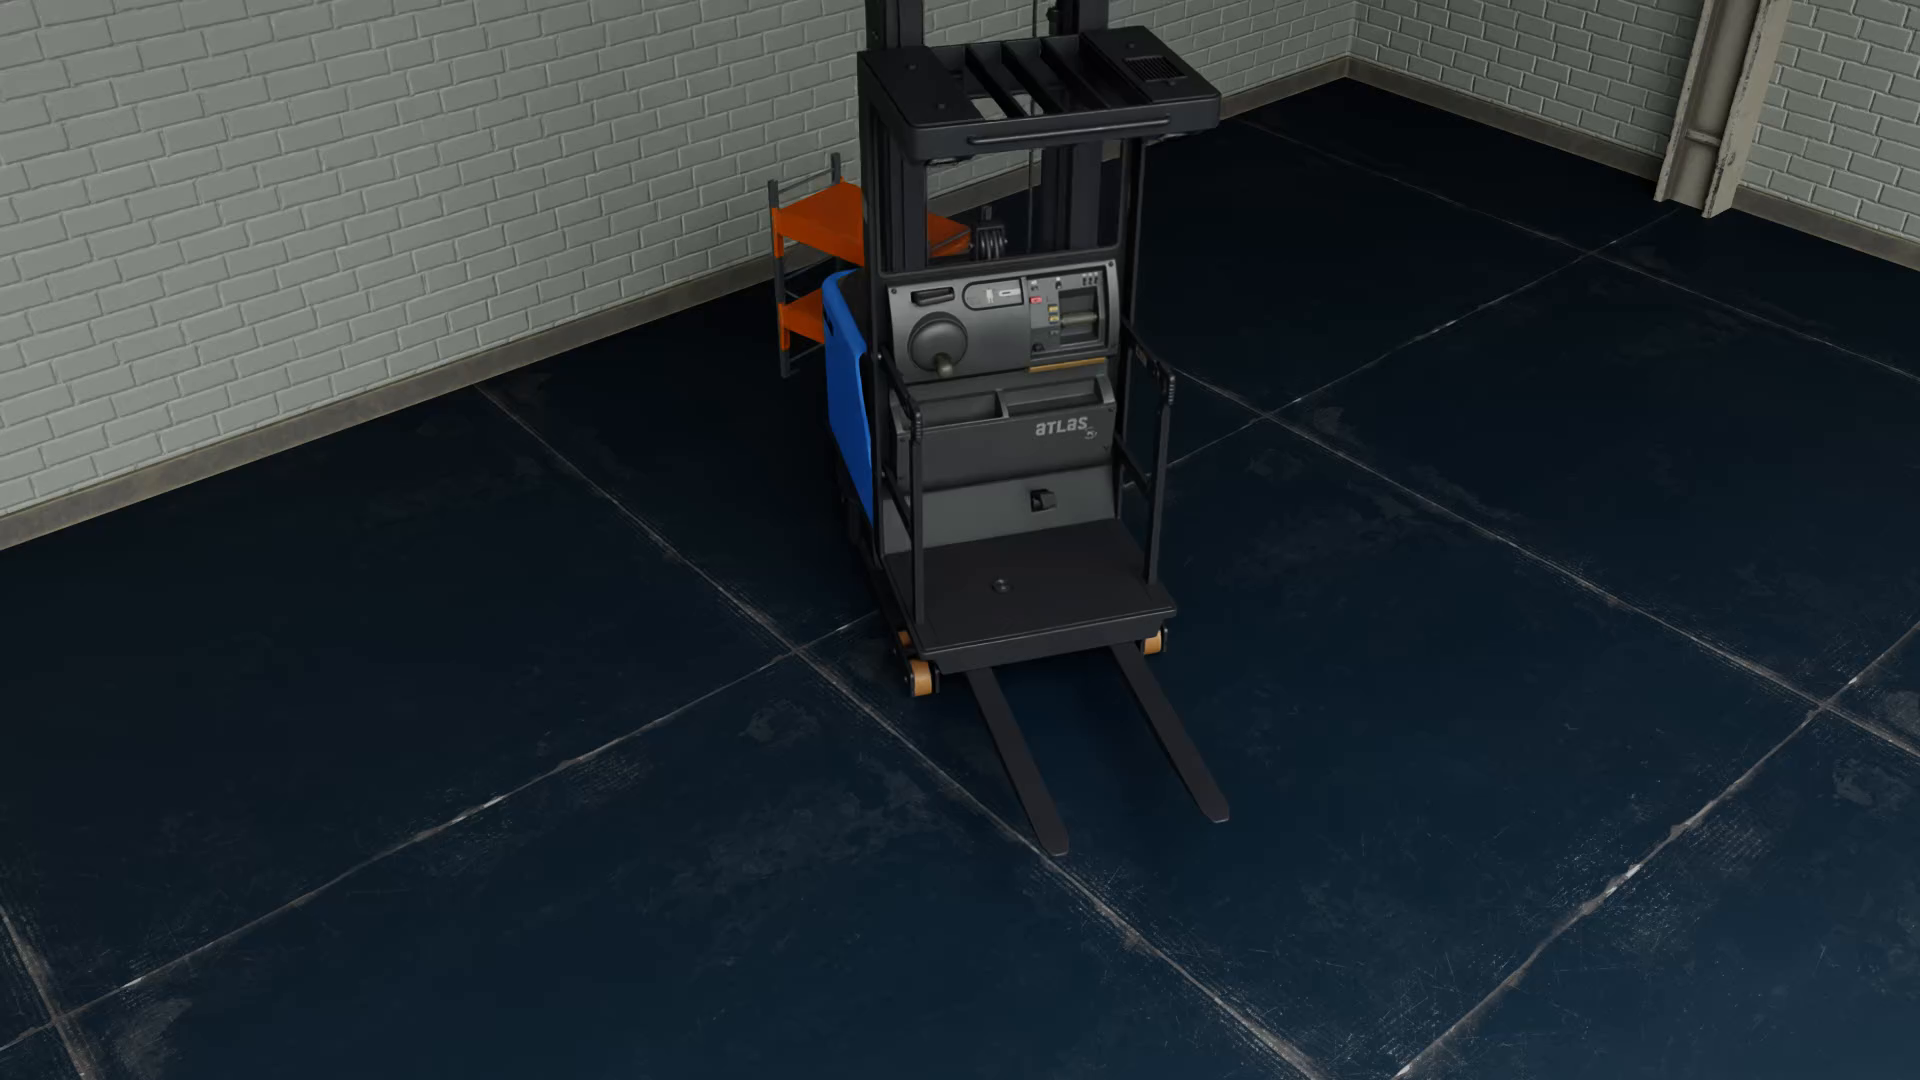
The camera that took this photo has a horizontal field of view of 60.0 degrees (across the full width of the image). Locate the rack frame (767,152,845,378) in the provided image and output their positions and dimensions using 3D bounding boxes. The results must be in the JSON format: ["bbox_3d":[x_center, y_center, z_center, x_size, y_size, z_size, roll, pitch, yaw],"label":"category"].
[{"bbox_3d":[-0.795,-1.447,8.819,0.032,1.125,0.500,26,43,32],"label":"rack frame"}]

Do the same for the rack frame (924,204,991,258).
[{"bbox_3d":[-0.020,-1.067,8.283,0.032,1.125,0.500,26,43,32],"label":"rack frame"}]

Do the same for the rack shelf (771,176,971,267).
[{"bbox_3d":[-0.407,-1.496,8.382,1.000,0.278,0.538,26,43,32],"label":"rack shelf"}]

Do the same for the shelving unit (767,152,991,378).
[{"bbox_3d":[-0.407,-1.257,8.551,1.048,1.125,0.538,26,43,32],"label":"shelving unit"}]

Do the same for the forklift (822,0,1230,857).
[{"bbox_3d":[0.237,-0.804,6.350,1.130,2.935,3.031,-9,36,-13],"label":"forklift"}]

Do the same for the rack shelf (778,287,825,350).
[{"bbox_3d":[-0.407,-1.057,8.692,1.000,0.278,0.538,26,43,32],"label":"rack shelf"}]

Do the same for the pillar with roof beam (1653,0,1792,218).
[{"bbox_3d":[1.500,-4.272,5.997,9.100,9.000,0.400,-26,43,-32],"label":"pillar with roof beam"}]
